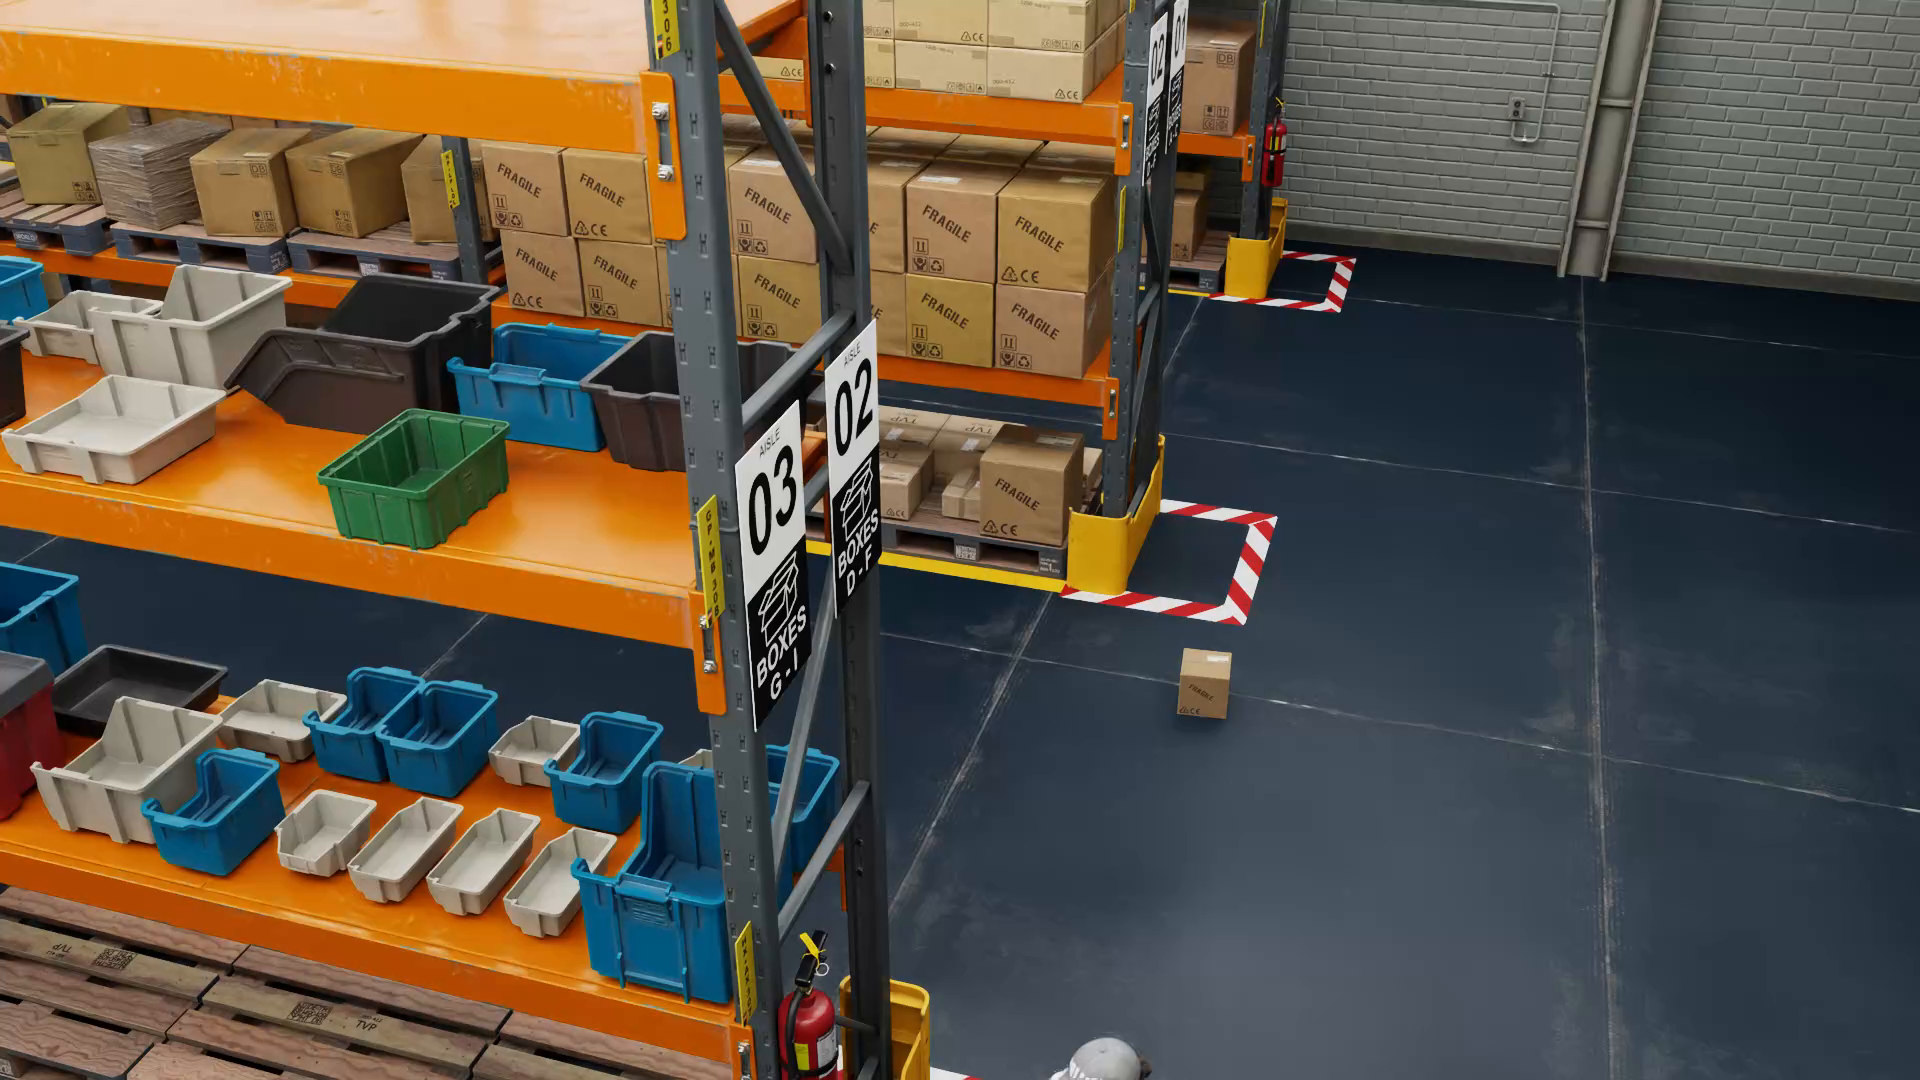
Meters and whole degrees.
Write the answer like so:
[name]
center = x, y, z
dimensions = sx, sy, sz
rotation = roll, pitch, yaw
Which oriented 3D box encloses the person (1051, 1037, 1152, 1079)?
[person]
center = 0.423, 2.042, 4.845
dimensions = 0.530, 1.664, 0.458
rotation = 12, 32, 21
